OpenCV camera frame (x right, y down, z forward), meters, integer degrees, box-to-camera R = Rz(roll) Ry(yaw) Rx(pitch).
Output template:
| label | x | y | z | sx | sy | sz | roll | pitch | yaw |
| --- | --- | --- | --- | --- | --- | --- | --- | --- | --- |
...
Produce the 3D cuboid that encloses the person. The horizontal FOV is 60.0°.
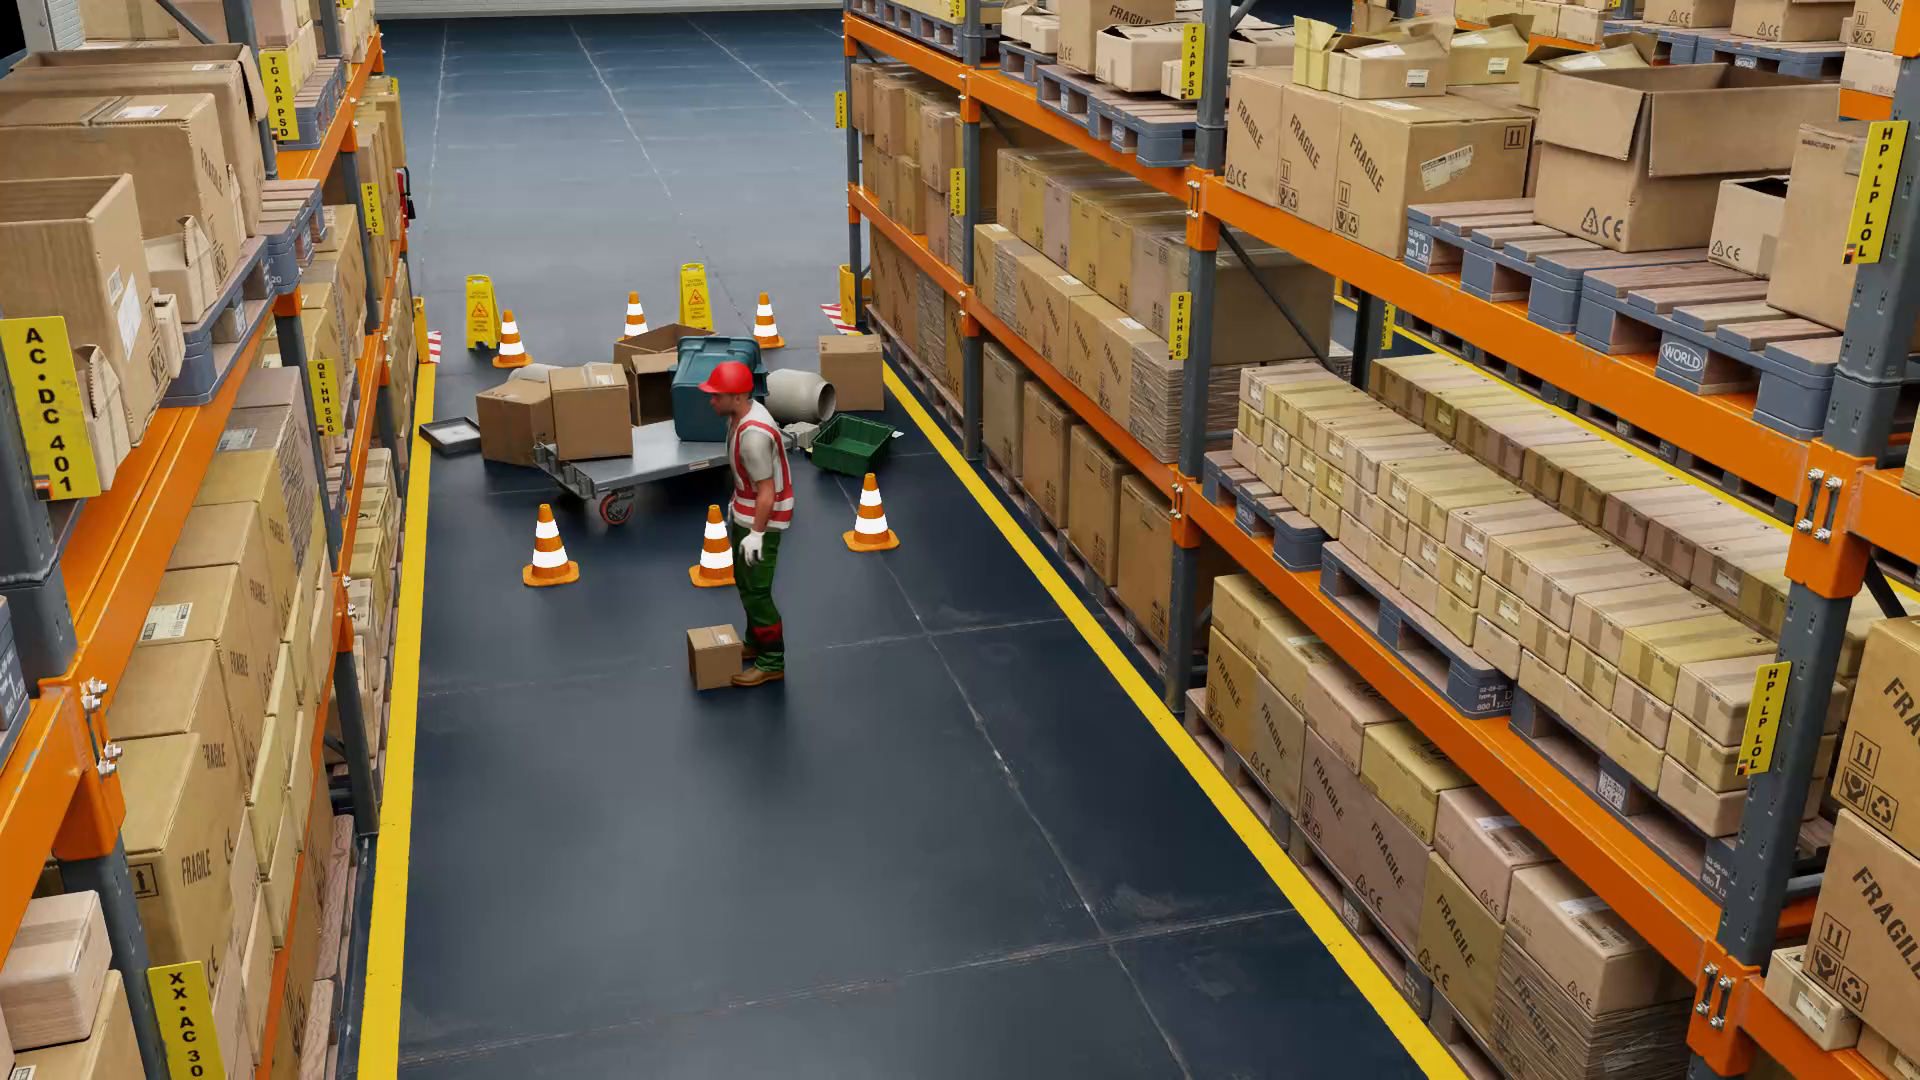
| label | x | y | z | sx | sy | sz | roll | pitch | yaw |
| --- | --- | --- | --- | --- | --- | --- | --- | --- | --- |
| person | -1.116 | -0.099 | 8.811 | 0.452 | 1.778 | 0.607 | -6 | 23 | -14 |
